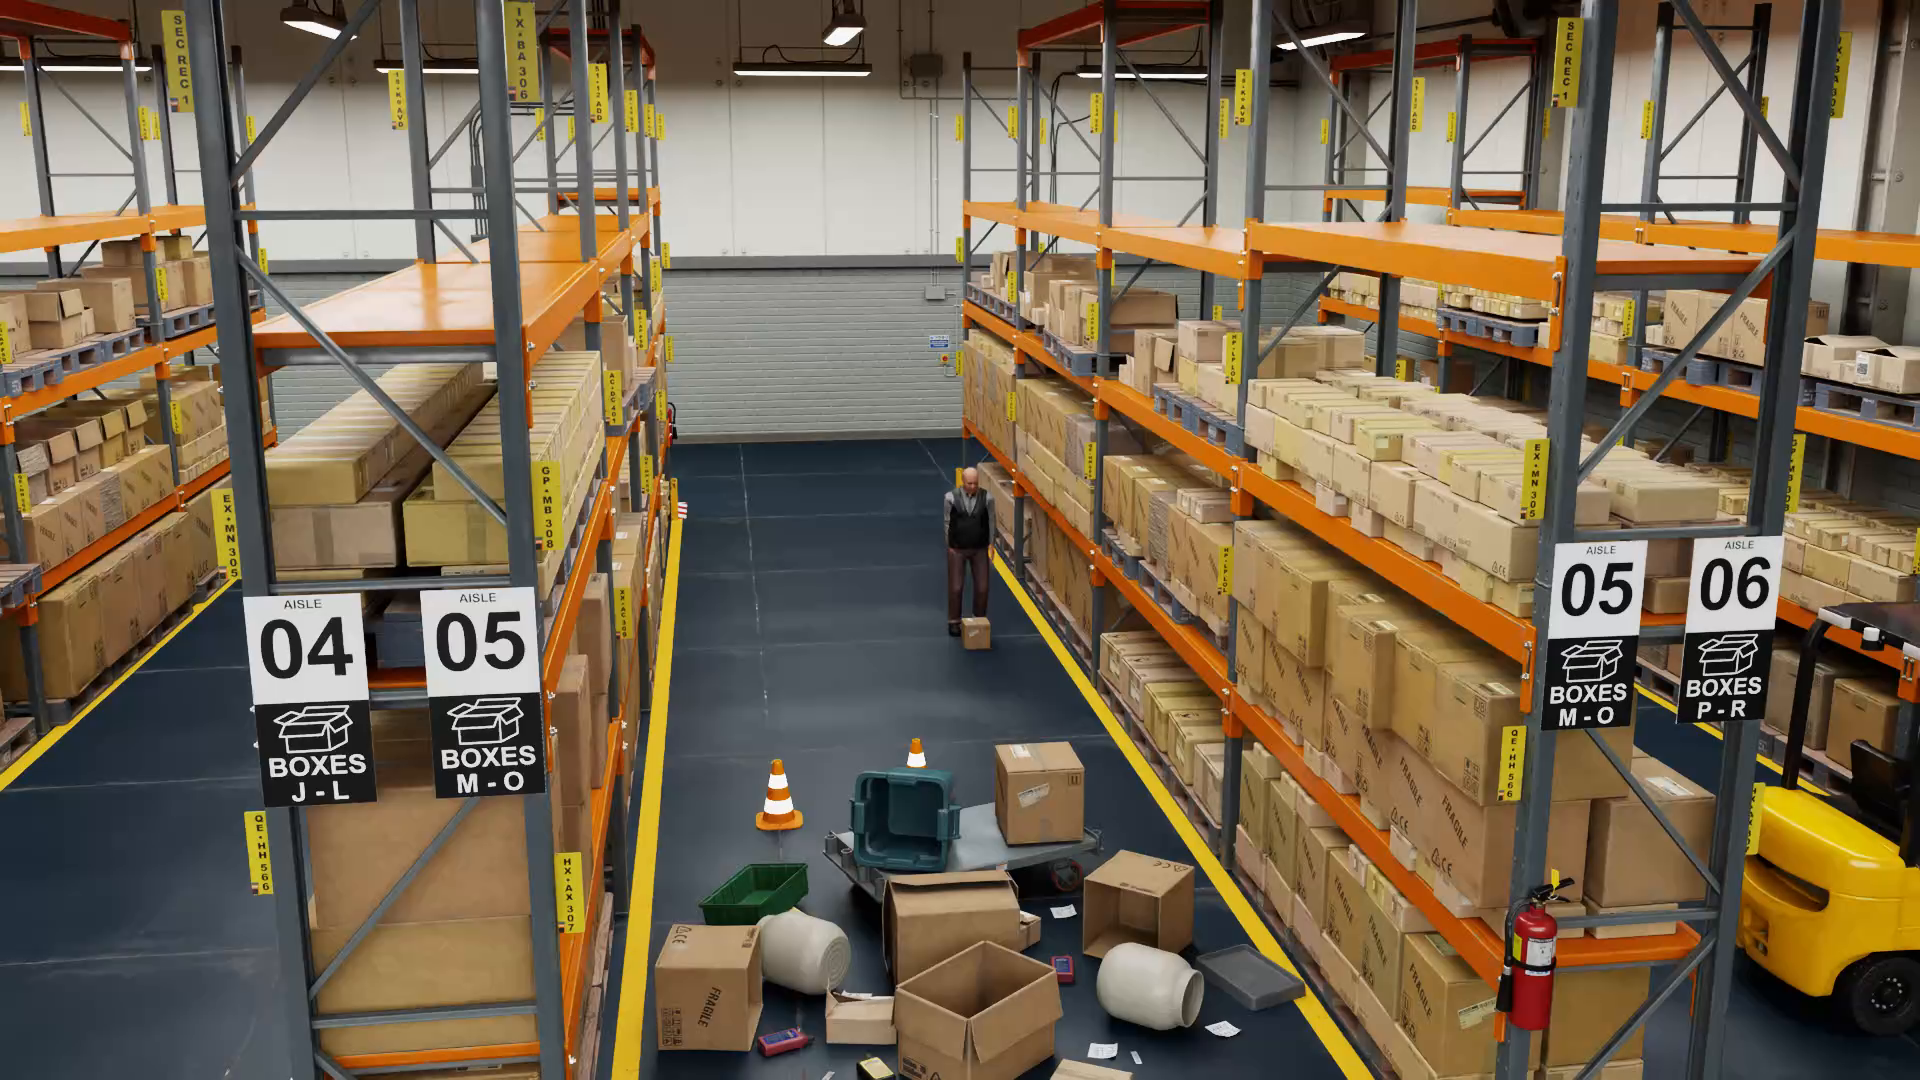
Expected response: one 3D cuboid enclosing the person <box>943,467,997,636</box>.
[{"bbox_3d":[0.102,0.103,16.652,0.540,1.708,0.366,-2,13,-7],"label":"person"}]
